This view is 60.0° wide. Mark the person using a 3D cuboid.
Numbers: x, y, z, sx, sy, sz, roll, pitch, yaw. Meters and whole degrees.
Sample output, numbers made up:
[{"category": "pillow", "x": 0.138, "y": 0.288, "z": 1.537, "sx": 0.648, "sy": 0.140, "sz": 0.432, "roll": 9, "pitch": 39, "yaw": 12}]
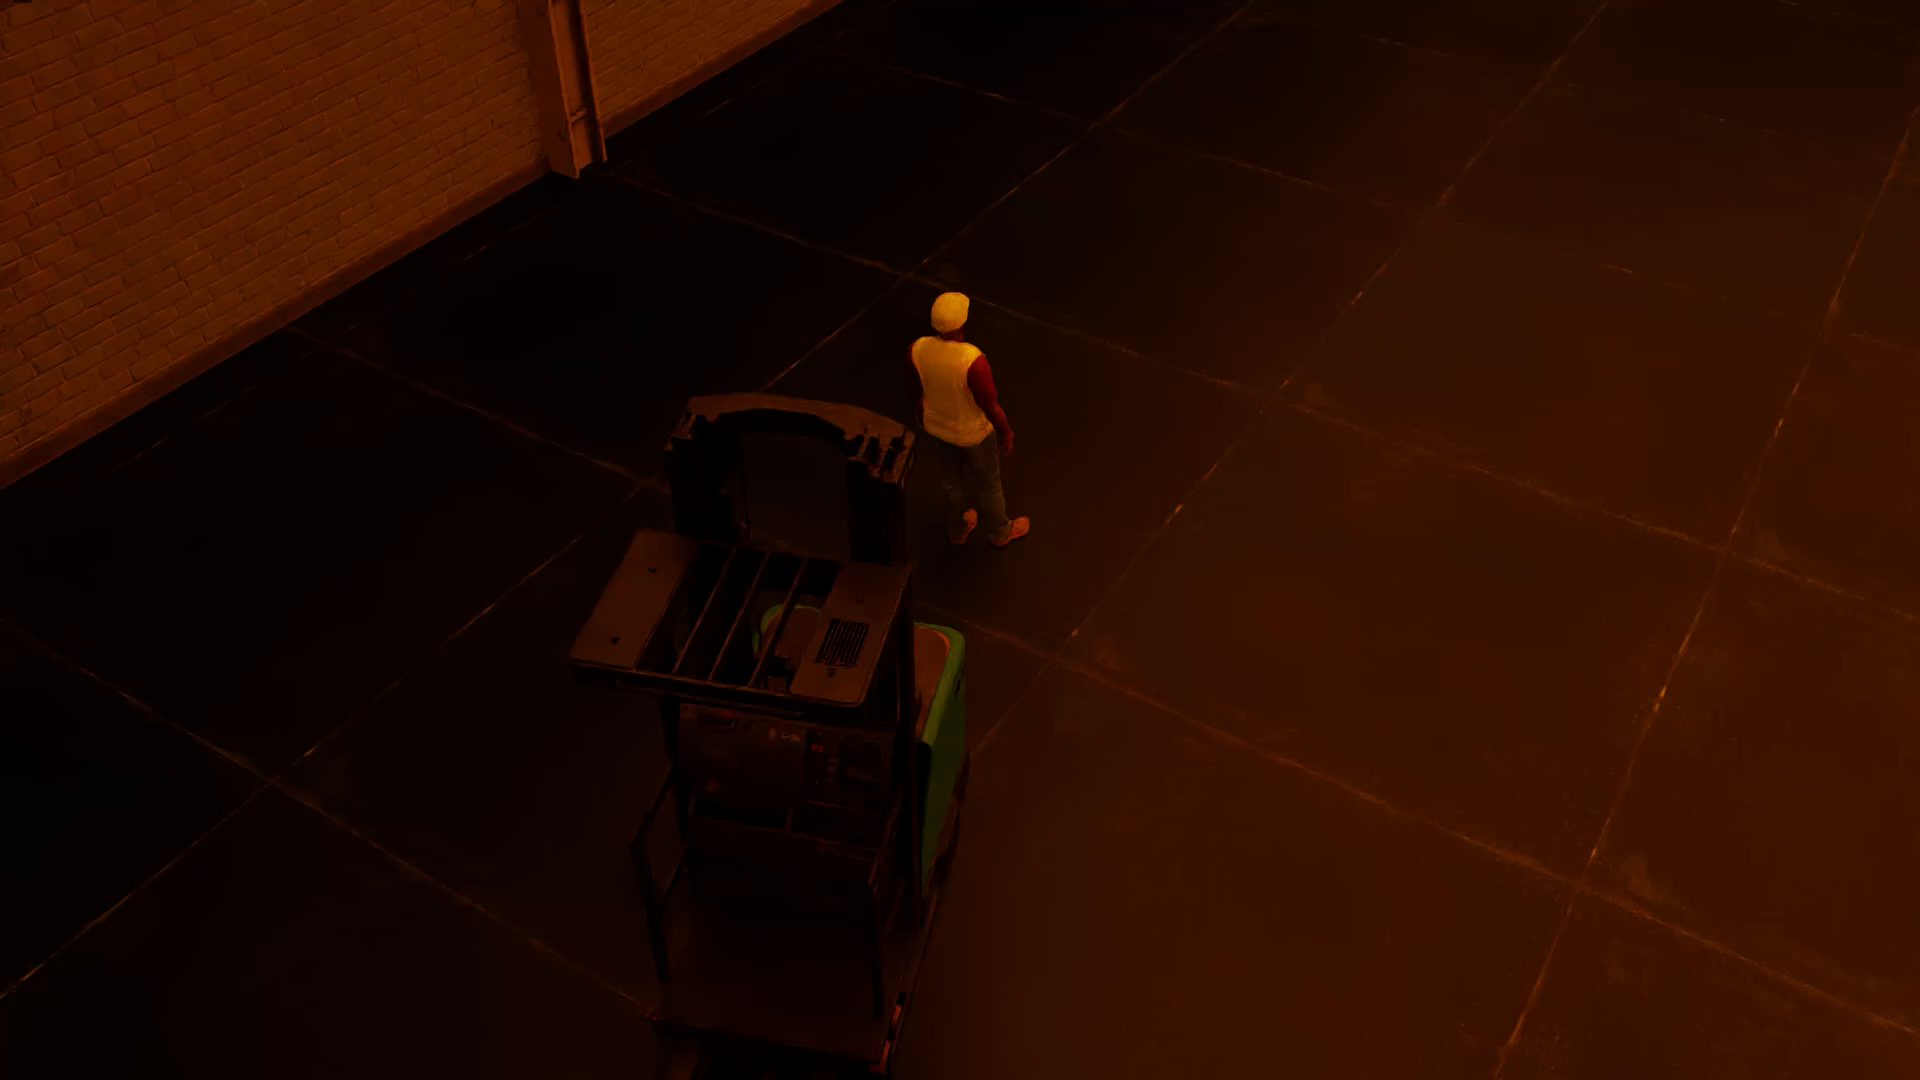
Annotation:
[{"category": "person", "x": 0.042, "y": -0.716, "z": 9.701, "sx": 0.665, "sy": 1.766, "sz": 0.576, "roll": 22, "pitch": 45, "yaw": 24}]

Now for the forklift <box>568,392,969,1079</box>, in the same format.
[{"category": "forklift", "x": -0.774, "y": 0.995, "z": 6.793, "sx": 1.130, "sy": 2.935, "sz": 3.031, "roll": 8, "pitch": 41, "yaw": 9}]
